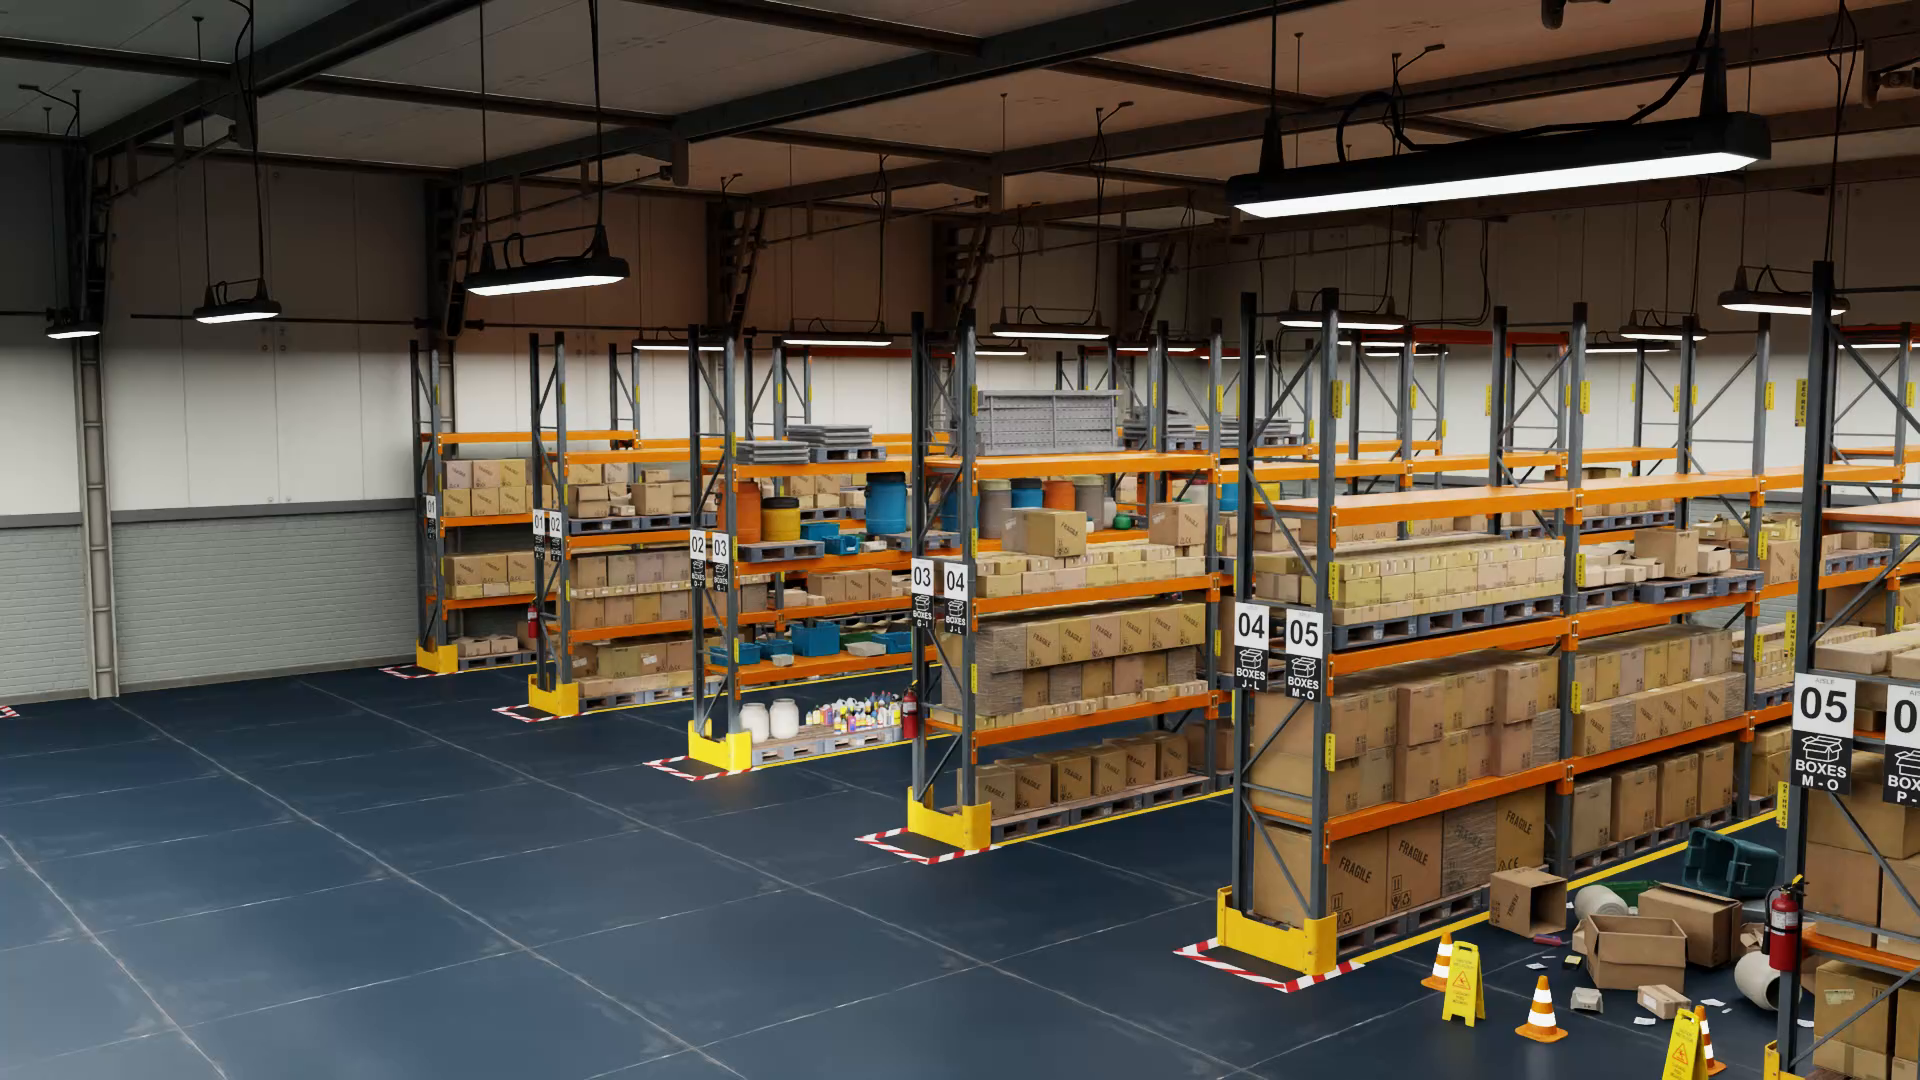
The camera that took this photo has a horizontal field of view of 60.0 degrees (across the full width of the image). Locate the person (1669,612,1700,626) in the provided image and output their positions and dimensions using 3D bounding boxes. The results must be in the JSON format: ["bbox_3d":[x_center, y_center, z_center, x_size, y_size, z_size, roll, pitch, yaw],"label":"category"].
[{"bbox_3d":[14.537,1.266,33.287,0.923,1.611,0.423,5,7,43],"label":"person"}]

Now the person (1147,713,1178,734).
[{"bbox_3d":[2.878,2.191,23.507,0.734,1.614,0.630,-3,6,-30],"label":"person"}]
